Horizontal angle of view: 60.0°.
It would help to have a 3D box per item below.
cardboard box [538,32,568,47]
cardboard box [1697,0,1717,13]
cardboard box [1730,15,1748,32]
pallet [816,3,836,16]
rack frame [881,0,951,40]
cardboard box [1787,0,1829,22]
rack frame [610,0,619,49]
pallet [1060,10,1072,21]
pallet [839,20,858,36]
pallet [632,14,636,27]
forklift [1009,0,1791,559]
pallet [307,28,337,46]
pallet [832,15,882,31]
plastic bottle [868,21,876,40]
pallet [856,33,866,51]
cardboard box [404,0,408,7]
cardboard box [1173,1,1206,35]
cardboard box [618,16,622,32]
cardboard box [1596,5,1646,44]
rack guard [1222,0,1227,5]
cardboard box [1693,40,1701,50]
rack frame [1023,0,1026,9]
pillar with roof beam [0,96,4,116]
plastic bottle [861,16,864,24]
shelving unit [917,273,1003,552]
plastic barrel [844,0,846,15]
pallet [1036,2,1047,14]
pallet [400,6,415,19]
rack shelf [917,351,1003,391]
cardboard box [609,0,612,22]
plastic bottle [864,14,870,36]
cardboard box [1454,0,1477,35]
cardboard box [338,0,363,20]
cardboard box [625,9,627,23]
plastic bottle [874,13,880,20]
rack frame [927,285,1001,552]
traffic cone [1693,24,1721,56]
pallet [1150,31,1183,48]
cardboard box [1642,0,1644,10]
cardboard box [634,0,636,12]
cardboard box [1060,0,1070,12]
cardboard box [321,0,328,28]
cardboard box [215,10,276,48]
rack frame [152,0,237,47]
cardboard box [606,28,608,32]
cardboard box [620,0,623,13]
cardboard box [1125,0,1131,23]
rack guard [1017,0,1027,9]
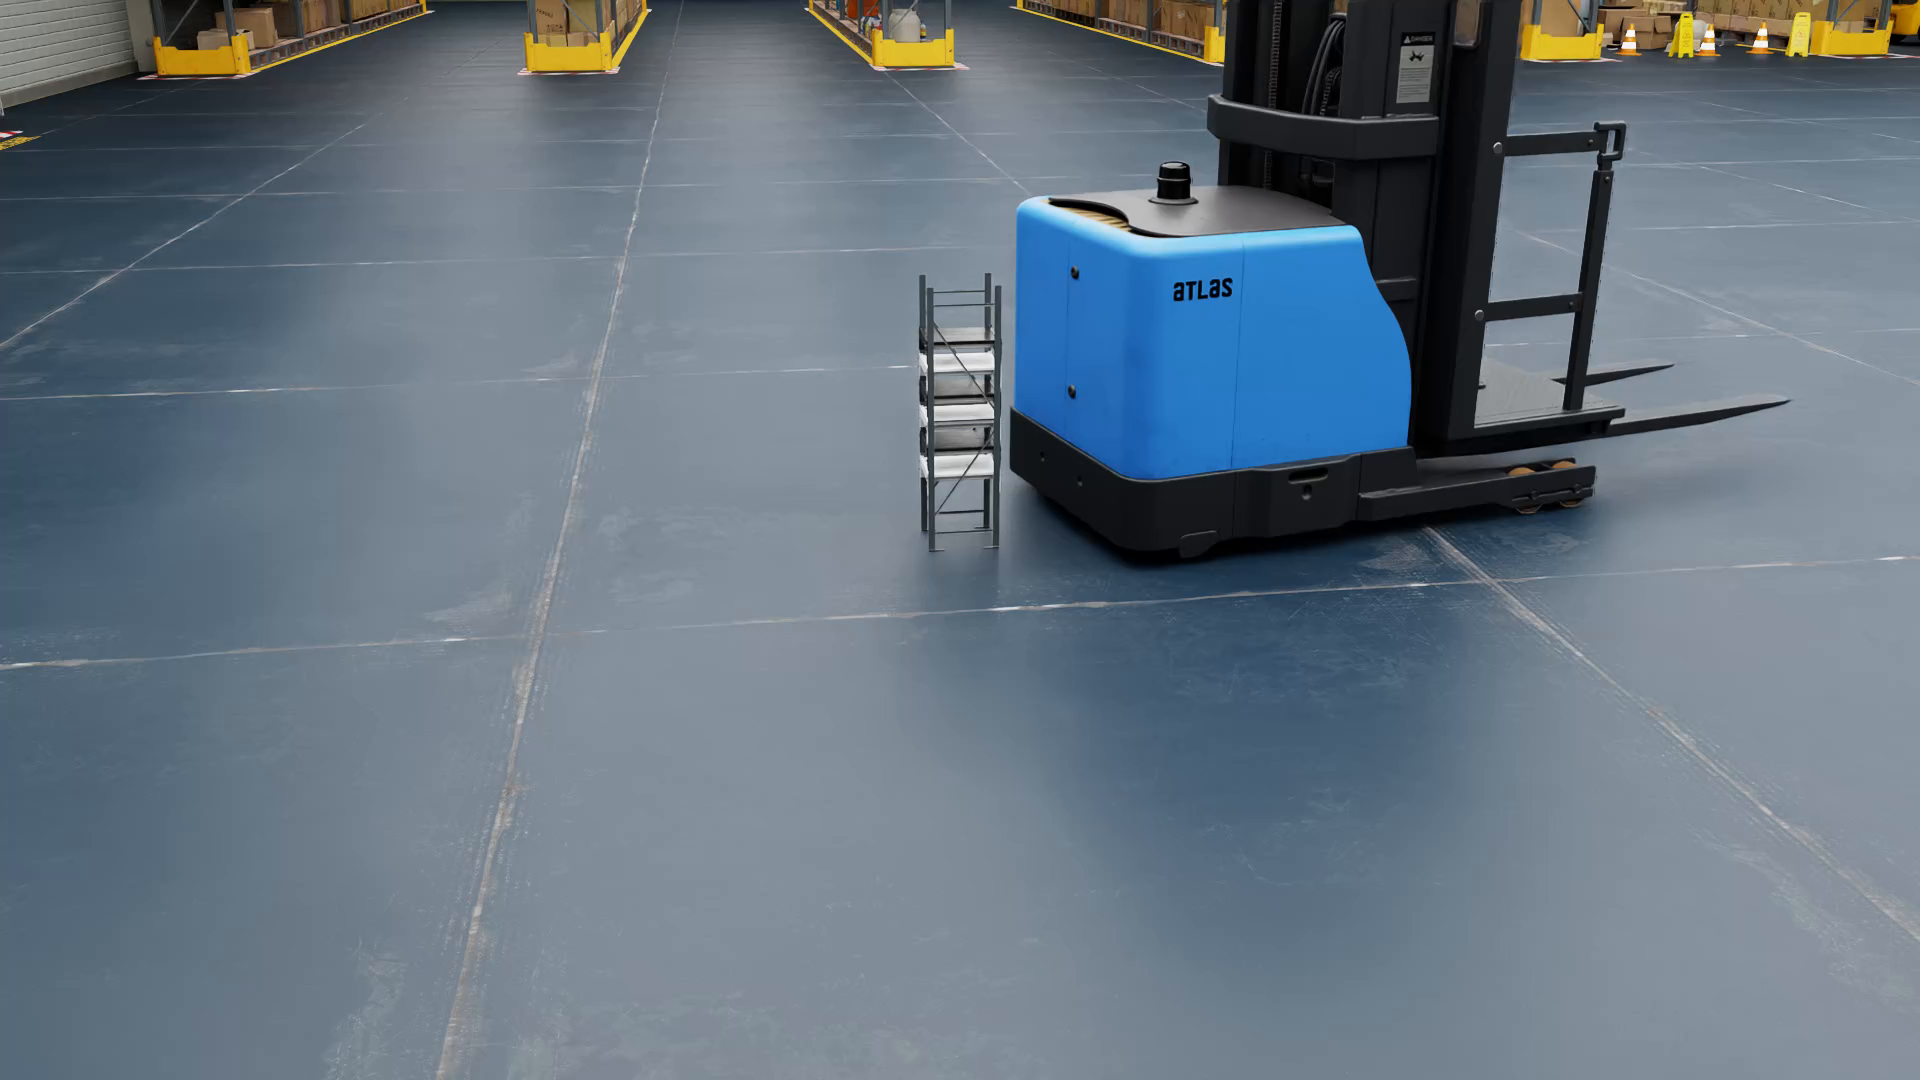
[{"bbox_3d":[-5.901,-7.163,23.936,0.500,0.250,0.500,-3,21,-8],"label":"cardboard box"},{"bbox_3d":[13.320,-9.508,29.145,0.500,0.500,0.500,-2,21,-5],"label":"cardboard box"},{"bbox_3d":[13.487,-8.789,28.291,0.500,0.250,0.500,-3,21,-8],"label":"cardboard box"},{"bbox_3d":[-2.682,-11.856,37.158,1.003,0.211,1.213,-3,21,-8],"label":"pallet"},{"bbox_3d":[-0.629,-8.332,23.736,1.000,3.000,0.127,-3,21,-8],"label":"rack frame"},{"bbox_3d":[13.705,-8.605,26.727,0.500,0.500,0.500,-3,21,-7],"label":"cardboard box"},{"bbox_3d":[-6.108,-9.468,26.779,1.000,3.000,0.127,-3,21,-8],"label":"rack frame"},{"bbox_3d":[2.728,-11.167,35.312,1.003,0.211,1.213,-3,21,-8],"label":"pallet"},{"bbox_3d":[-1.709,-9.525,30.917,1.003,0.211,1.213,-3,21,-8],"label":"pallet"},{"bbox_3d":[-6.927,-10.229,32.801,1.003,0.211,1.213,-3,21,-8],"label":"pallet"},{"bbox_3d":[1.753,-1.627,5.882,3.031,2.935,1.130,-8,22,-21],"label":"forklift"},{"bbox_3d":[-11.302,-8.603,28.450,1.003,0.211,1.213,-3,21,-8],"label":"pallet"},{"bbox_3d":[-1.937,-10.066,32.366,1.003,0.211,1.213,-3,21,-8],"label":"pallet"},{"bbox_3d":[-1.357,-8.012,26.145,0.152,0.276,0.135,-3,21,-9],"label":"plastic bottle"},{"bbox_3d":[-1.150,-8.176,27.304,1.003,0.211,1.213,-3,21,-8],"label":"pallet"},{"bbox_3d":[-12.394,-11.813,36.029,0.700,0.500,0.500,-4,21,-10],"label":"cardboard box"},{"bbox_3d":[3.804,-8.654,27.571,0.500,0.500,0.500,4,21,9],"label":"cardboard box"},{"bbox_3d":[-5.993,-8.706,28.068,0.500,0.250,0.500,-2,21,-6],"label":"cardboard box"},{"bbox_3d":[11.177,-8.779,28.309,0.797,0.637,0.503,-3,21,-8],"label":"cardboard box"},{"bbox_3d":[6.900,-13.139,40.180,1.175,0.500,0.348,-3,21,-8],"label":"rack guard"},{"bbox_3d":[11.891,-8.097,27.184,0.380,0.149,0.250,8,22,20],"label":"cardboard box"},{"bbox_3d":[1.966,-14.121,39.237,1.000,3.000,0.127,-3,21,-8],"label":"rack frame"},{"bbox_3d":[-6.264,-8.981,16.900,9.100,9.000,0.400,-3,21,-8],"label":"pillar with roof beam"},{"bbox_3d":[-1.593,-8.512,27.490,0.097,0.271,0.097,0,20,0],"label":"plastic bottle"},{"bbox_3d":[-0.001,-0.424,5.566,0.258,0.900,0.210,-3,21,-8],"label":"shelving unit"},{"bbox_3d":[-2.032,-10.728,32.999,0.600,0.588,0.708,-3,21,-8],"label":"plastic barrel"},{"bbox_3d":[2.331,-12.120,37.866,1.003,0.211,1.213,-3,21,-8],"label":"pallet"},{"bbox_3d":[-12.374,-11.371,35.860,1.003,0.211,1.213,-3,21,-8],"label":"pallet"},{"bbox_3d":[-0.001,-0.562,5.515,0.258,0.077,0.200,-3,21,-8],"label":"rack shelf"},{"bbox_3d":[-5.764,-8.405,26.190,0.500,0.500,0.500,-3,21,-8],"label":"cardboard box"},{"bbox_3d":[-1.473,-8.316,26.852,0.144,0.351,0.185,-4,21,-10],"label":"plastic bottle"},{"bbox_3d":[8.774,-8.850,27.560,0.875,0.875,0.875,-3,21,-7],"label":"cardboard box"},{"bbox_3d":[-11.562,-10.053,30.817,0.750,0.750,0.750,-3,21,-8],"label":"cardboard box"},{"bbox_3d":[-6.367,-9.592,30.440,0.500,0.250,0.500,-2,21,-6],"label":"cardboard box"},{"bbox_3d":[-1.357,-8.389,27.046,0.144,0.351,0.185,-3,21,-8],"label":"plastic bottle"},{"bbox_3d":[0.013,-0.389,5.472,0.240,0.900,0.006,-3,21,-8],"label":"rack frame"},{"bbox_3d":[11.691,-7.803,25.947,0.336,0.463,0.334,-3,21,-8],"label":"traffic cone"},{"bbox_3d":[3.827,-8.429,27.983,1.003,0.211,1.213,-3,21,-8],"label":"pallet"},{"bbox_3d":[13.215,-10.103,31.634,0.950,0.372,0.625,-2,21,-6],"label":"cardboard box"},{"bbox_3d":[-6.843,-10.945,33.677,0.500,0.500,0.500,-3,21,-8],"label":"cardboard box"},{"bbox_3d":[2.784,-11.408,34.409,1.225,0.875,0.875,-4,21,-10],"label":"cardboard box"},{"bbox_3d":[-11.471,-9.206,29.021,0.700,0.500,0.500,-3,21,-8],"label":"cardboard box"},{"bbox_3d":[-10.582,-7.565,24.628,0.700,0.500,0.500,-4,21,-11],"label":"cardboard box"},{"bbox_3d":[-10.433,-7.832,22.399,1.000,3.000,0.127,-3,21,-8],"label":"rack frame"},{"bbox_3d":[-5.536,-7.535,24.932,0.500,0.250,0.500,-3,21,-8],"label":"cardboard box"},{"bbox_3d":[-6.144,-9.327,28.930,0.500,0.311,0.500,-2,21,-6],"label":"cardboard box"},{"bbox_3d":[3.417,-9.768,30.526,0.700,0.500,0.500,-1,21,-3],"label":"cardboard box"},{"bbox_3d":[1.962,-12.959,39.697,1.175,0.500,0.348,-3,21,-8],"label":"rack guard"}]
